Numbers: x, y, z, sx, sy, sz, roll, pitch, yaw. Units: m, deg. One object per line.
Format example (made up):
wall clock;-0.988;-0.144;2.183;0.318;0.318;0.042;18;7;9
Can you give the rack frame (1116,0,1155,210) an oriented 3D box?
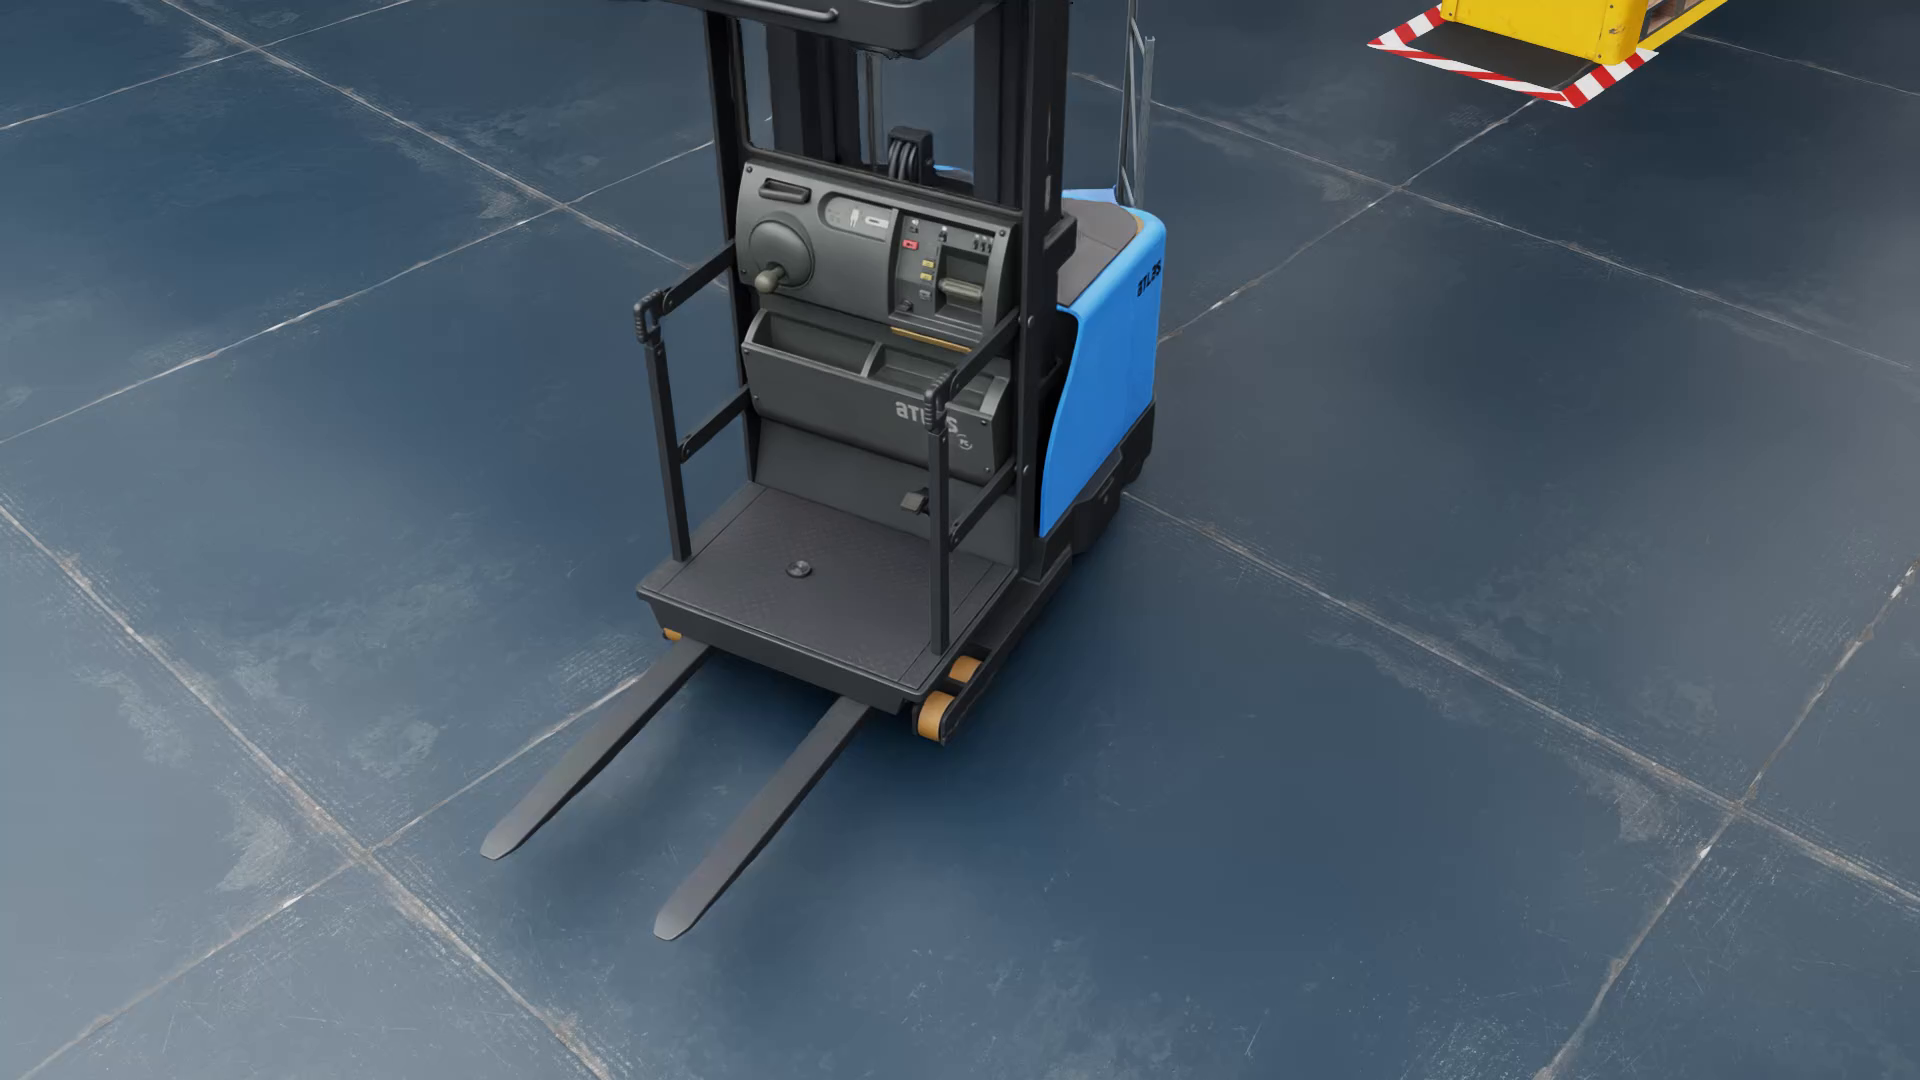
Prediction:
rack frame;0.696;-1.422;6.833;0.032;1.500;0.500;-2;39;-2

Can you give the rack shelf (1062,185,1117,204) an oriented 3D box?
rack shelf;0.188;-1.264;6.924;1.000;0.185;0.538;-2;39;-2

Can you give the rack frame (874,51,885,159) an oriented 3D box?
rack frame;-0.319;-1.388;6.791;0.032;1.500;0.500;-2;39;-2

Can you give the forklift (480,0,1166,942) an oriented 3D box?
forklift;-0.375;-0.810;4.914;1.130;2.935;3.031;18;42;22

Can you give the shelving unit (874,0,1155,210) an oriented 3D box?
shelving unit;0.188;-1.405;6.812;1.048;1.500;0.538;-2;39;-2

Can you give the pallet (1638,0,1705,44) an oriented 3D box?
pallet;4.081;-3.530;10.519;1.003;0.211;1.213;30;47;32

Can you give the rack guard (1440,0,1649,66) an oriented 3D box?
rack guard;3.506;-3.284;9.979;1.175;0.500;0.348;30;47;32
